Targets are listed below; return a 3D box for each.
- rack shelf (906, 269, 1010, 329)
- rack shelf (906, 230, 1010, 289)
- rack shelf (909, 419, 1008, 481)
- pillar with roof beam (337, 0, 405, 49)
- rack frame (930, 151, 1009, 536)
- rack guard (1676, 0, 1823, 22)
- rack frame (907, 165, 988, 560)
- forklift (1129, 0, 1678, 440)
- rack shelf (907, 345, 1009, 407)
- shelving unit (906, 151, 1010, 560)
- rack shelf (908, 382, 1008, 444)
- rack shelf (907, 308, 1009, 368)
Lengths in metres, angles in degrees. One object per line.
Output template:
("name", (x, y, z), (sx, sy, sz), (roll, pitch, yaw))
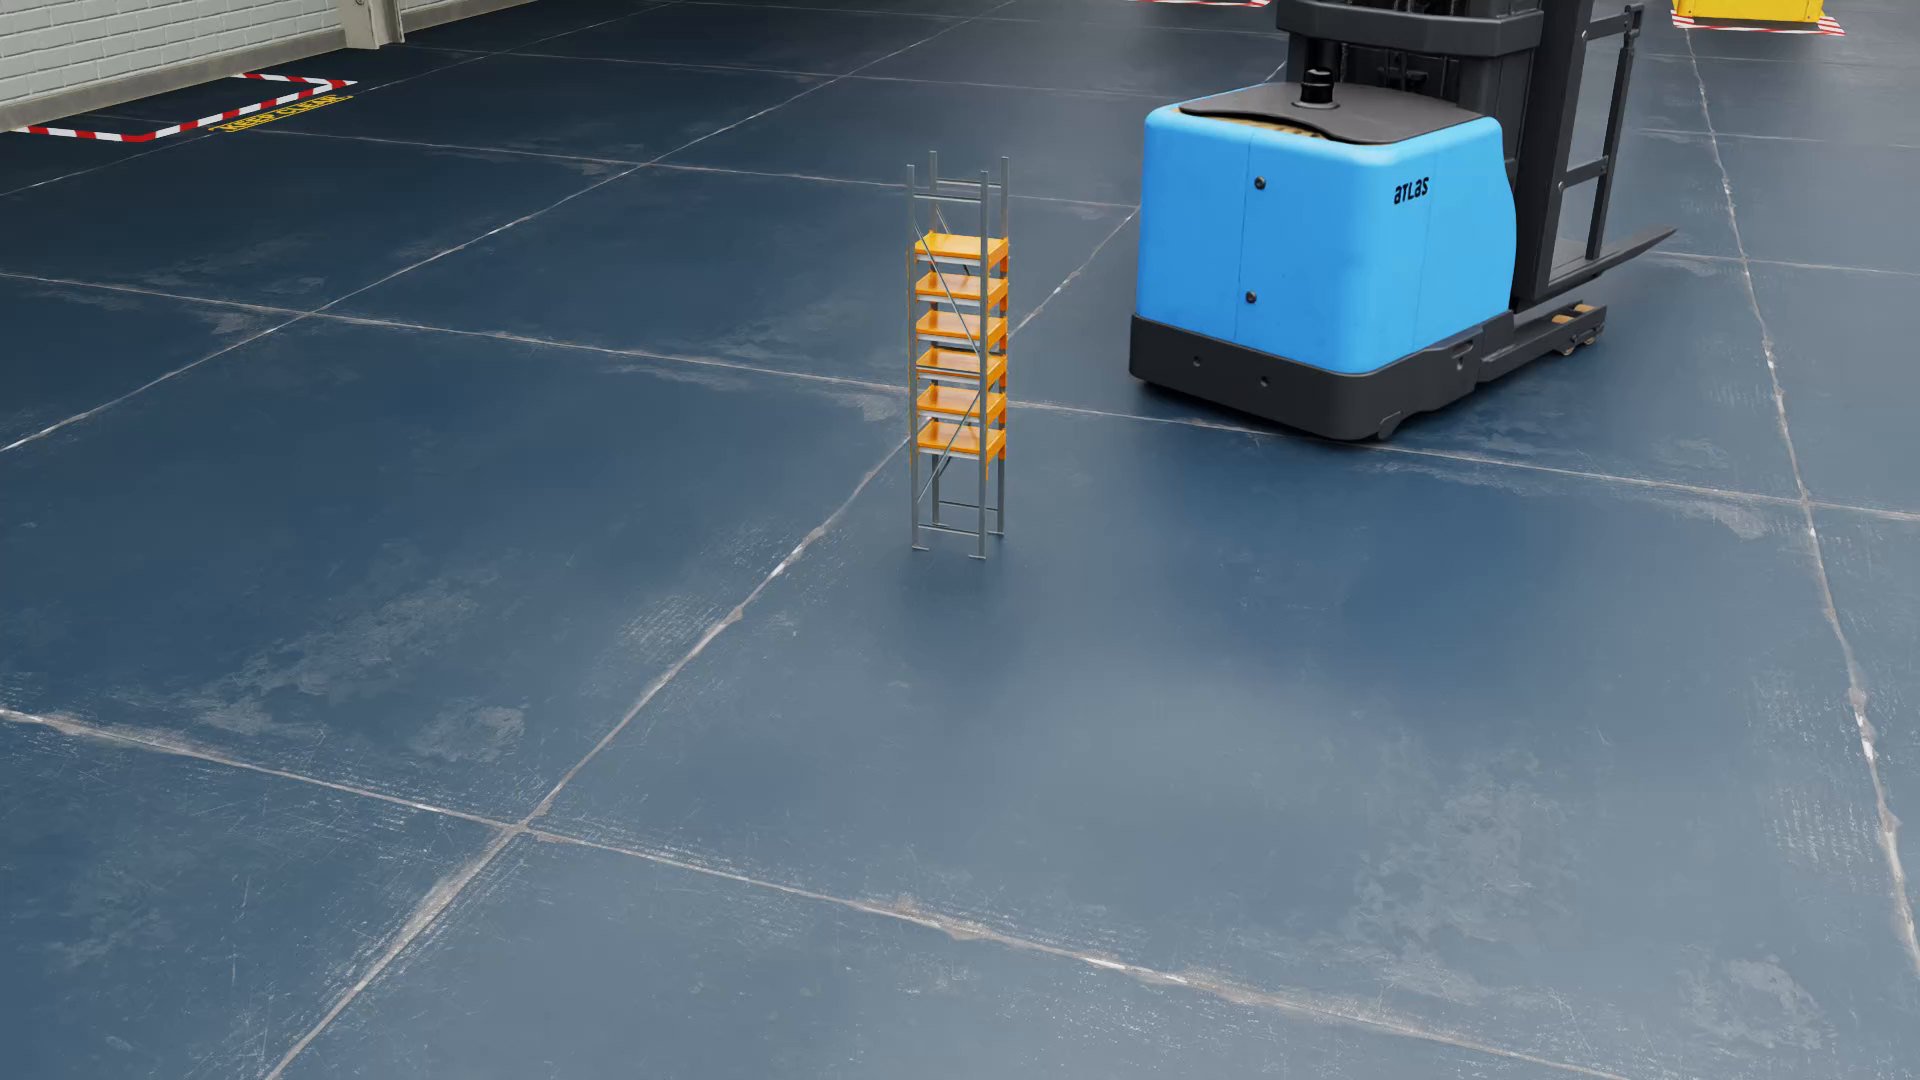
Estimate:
("rack shelf", (-0.005, -0.710, 4.891), (0.258, 0.103, 0.180), (9, 27, 17))
("rack shelf", (-0.005, -0.818, 4.839), (0.258, 0.103, 0.180), (9, 27, 17))
("rack shelf", (-0.005, -0.278, 5.100), (0.258, 0.103, 0.180), (9, 27, 17))
("pillar with roof beam", (-0.747, -7.496, 10.406), (9.100, 9.000, 0.400), (9, 27, 17))
("rack frame", (0.026, -0.572, 5.054), (0.240, 1.200, 0.006), (9, 27, 17))
("rack guard", (7.096, -4.949, 14.898), (1.175, 0.500, 0.348), (9, 27, 17))
("rack frame", (-0.035, -0.496, 4.899), (0.240, 1.200, 0.006), (9, 27, 17))
("forklift", (2.046, -2.213, 6.457), (1.130, 2.935, 3.031), (23, 34, 39))
("rack shelf", (-0.005, -0.494, 4.996), (0.258, 0.103, 0.180), (9, 27, 17))
("shelving unit", (-0.005, -0.534, 4.976), (0.258, 1.200, 0.189), (9, 27, 17))
("rack shelf", (-0.005, -0.386, 5.048), (0.258, 0.103, 0.180), (9, 27, 17))
("rack shelf", (-0.005, -0.602, 4.943), (0.258, 0.103, 0.180), (9, 27, 17))
